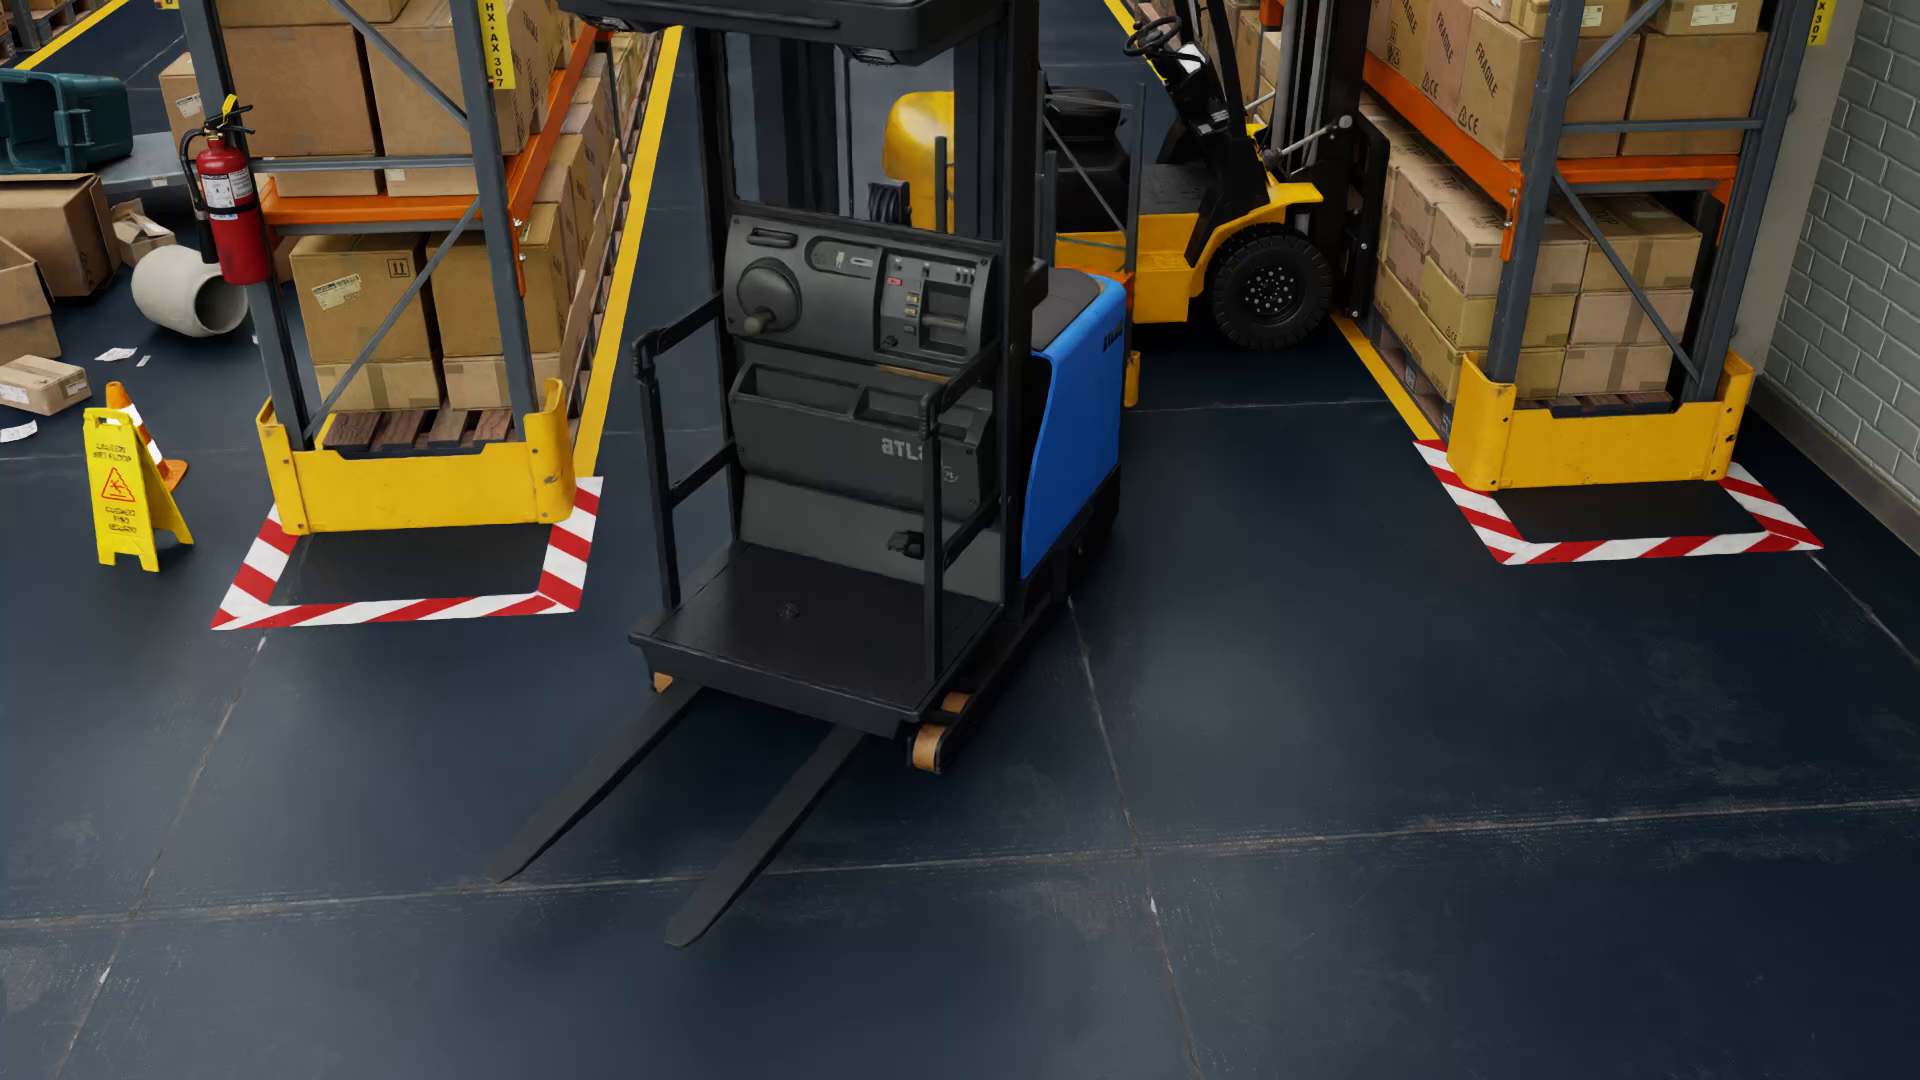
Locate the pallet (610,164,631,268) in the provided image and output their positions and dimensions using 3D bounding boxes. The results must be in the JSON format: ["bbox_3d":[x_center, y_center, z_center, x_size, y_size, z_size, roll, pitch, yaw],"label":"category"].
[{"bbox_3d":[-2.481,-1.886,9.701,1.003,0.211,1.213,-3,31,-5],"label":"pallet"}]

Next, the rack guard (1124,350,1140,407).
[{"bbox_3d":[0.559,-0.809,7.860,0.587,0.250,0.087,13,33,21],"label":"rack guard"}]

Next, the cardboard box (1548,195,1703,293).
[{"bbox_3d":[2.880,-1.305,7.307,0.500,0.250,0.500,-3,31,-5],"label":"cardboard box"}]

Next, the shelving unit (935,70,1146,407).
[{"bbox_3d":[0.353,-1.113,7.151,0.587,1.500,1.083,13,33,21],"label":"shelving unit"}]

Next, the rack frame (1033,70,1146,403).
[{"bbox_3d":[0.560,-1.346,7.541,0.500,1.500,0.032,13,33,21],"label":"rack frame"}]

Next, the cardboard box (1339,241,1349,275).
[{"bbox_3d":[2.233,-1.621,8.810,0.500,0.250,0.500,-2,31,-3],"label":"cardboard box"}]

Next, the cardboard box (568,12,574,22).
[{"bbox_3d":[-2.181,-2.853,8.213,0.500,0.500,0.500,-2,31,-3],"label":"cardboard box"}]

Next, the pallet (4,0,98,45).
[{"bbox_3d":[-7.943,-4.379,13.876,1.003,0.211,1.213,-3,31,-5],"label":"pallet"}]

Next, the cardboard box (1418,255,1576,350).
[{"bbox_3d":[2.380,-1.070,7.400,0.500,0.250,0.500,-3,31,-5],"label":"cardboard box"}]

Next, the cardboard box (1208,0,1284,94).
[{"bbox_3d":[2.238,-3.487,11.569,0.875,0.625,0.625,-3,31,-5],"label":"cardboard box"}]

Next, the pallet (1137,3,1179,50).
[{"bbox_3d":[2.027,-4.087,13.386,1.003,0.211,1.213,-3,31,-5],"label":"pallet"}]

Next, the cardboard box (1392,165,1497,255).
[{"bbox_3d":[2.330,-1.531,7.685,0.500,0.250,0.500,-2,31,-4],"label":"cardboard box"}]

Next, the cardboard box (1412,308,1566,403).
[{"bbox_3d":[2.378,-0.846,7.513,0.500,0.250,0.500,-3,31,-4],"label":"cardboard box"}]

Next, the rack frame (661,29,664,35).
[{"bbox_3d":[-2.952,-5.466,12.976,1.000,3.000,0.127,-3,31,-5],"label":"rack frame"}]

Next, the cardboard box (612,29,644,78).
[{"bbox_3d":[-2.767,-3.466,11.780,0.950,0.372,0.625,-2,31,-3],"label":"cardboard box"}]

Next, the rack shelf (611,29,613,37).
[{"bbox_3d":[-2.765,-4.136,11.451,1.077,0.370,4.000,-3,31,-5],"label":"rack shelf"}]

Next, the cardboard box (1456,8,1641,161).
[{"bbox_3d":[2.429,-1.903,6.914,0.500,0.500,0.500,-3,31,-6],"label":"cardboard box"}]

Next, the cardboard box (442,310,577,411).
[{"bbox_3d":[-2.005,-0.807,7.447,0.500,0.250,0.500,-3,31,-5],"label":"cardboard box"}]

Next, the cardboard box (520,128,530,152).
[{"bbox_3d":[-2.012,-1.725,6.958,0.380,0.149,0.250,-4,31,-6],"label":"cardboard box"}]

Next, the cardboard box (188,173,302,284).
[{"bbox_3d":[-3.833,-1.740,9.173,0.500,0.500,0.500,20,36,29],"label":"cardboard box"}]

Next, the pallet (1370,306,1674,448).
[{"bbox_3d":[2.624,-0.813,7.905,1.003,0.211,1.213,-3,31,-5],"label":"pallet"}]

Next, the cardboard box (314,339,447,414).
[{"bbox_3d":[-2.550,-0.794,7.426,0.500,0.250,0.500,-3,31,-5],"label":"cardboard box"}]

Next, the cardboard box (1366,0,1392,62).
[{"bbox_3d":[2.284,-2.686,8.225,0.500,0.500,0.500,-3,31,-4],"label":"cardboard box"}]

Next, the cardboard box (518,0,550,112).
[{"bbox_3d":[-2.024,-2.072,6.906,0.500,0.500,0.500,-2,31,-3],"label":"cardboard box"}]

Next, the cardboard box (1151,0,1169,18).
[{"bbox_3d":[2.034,-4.548,13.345,0.875,0.625,0.625,-2,31,-3],"label":"cardboard box"}]

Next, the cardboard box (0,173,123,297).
[{"bbox_3d":[-4.985,-1.621,8.841,0.797,0.637,0.503,-3,31,-5],"label":"cardboard box"}]

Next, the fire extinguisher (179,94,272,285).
[{"bbox_3d":[-2.653,-1.268,6.023,0.296,0.674,0.183,-3,31,-5],"label":"fire extinguisher"}]

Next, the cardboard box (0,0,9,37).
[{"bbox_3d":[-7.904,-4.077,12.435,1.050,0.750,0.750,-3,31,-5],"label":"cardboard box"}]

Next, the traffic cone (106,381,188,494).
[{"bbox_3d":[-3.529,-0.451,7.053,0.336,0.463,0.334,-3,31,-5],"label":"traffic cone"}]

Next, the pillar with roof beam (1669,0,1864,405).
[{"bbox_3d":[-0.717,-4.390,5.323,9.100,9.000,0.400,-3,31,-5],"label":"pillar with roof beam"}]

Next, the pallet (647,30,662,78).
[{"bbox_3d":[-2.881,-3.870,13.023,1.003,0.211,1.213,-3,31,-5],"label":"pallet"}]

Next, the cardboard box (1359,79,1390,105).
[{"bbox_3d":[2.192,-2.316,8.999,0.500,0.250,0.500,-2,31,-3],"label":"cardboard box"}]

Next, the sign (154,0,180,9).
[{"bbox_3d":[-2.759,-1.998,5.733,0.100,0.325,0.005,-3,31,-5],"label":"sign"}]

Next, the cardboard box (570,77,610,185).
[{"bbox_3d":[-2.207,-2.197,9.044,0.500,0.500,0.500,-2,31,-4],"label":"cardboard box"}]

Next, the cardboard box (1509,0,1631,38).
[{"bbox_3d":[2.426,-2.107,6.622,0.380,0.149,0.250,-2,31,-4],"label":"cardboard box"}]

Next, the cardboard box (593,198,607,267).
[{"bbox_3d":[-2.153,-1.604,8.782,0.500,0.250,0.500,-2,31,-4],"label":"cardboard box"}]

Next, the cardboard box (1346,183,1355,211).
[{"bbox_3d":[2.232,-1.844,8.697,0.500,0.250,0.500,-3,31,-5],"label":"cardboard box"}]

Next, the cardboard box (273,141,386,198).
[{"bbox_3d":[-2.453,-1.455,6.505,0.380,0.149,0.250,-2,31,-3],"label":"cardboard box"}]

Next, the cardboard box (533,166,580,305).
[{"bbox_3d":[-2.061,-1.408,7.722,0.500,0.500,0.500,-4,31,-6],"label":"cardboard box"}]

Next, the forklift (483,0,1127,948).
[{"bbox_3d":[-0.424,-0.746,5.141,1.130,2.935,3.031,13,33,21],"label":"forklift"}]

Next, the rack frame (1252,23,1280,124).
[{"bbox_3d":[2.363,-3.664,9.959,1.000,3.000,0.127,-3,31,-5],"label":"rack frame"}]

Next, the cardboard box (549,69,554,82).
[{"bbox_3d":[-2.127,-2.255,7.846,0.380,0.149,0.250,-4,31,-6],"label":"cardboard box"}]

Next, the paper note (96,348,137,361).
[{"bbox_3d":[-4.205,-0.930,8.289,0.148,0.019,0.142,8,32,13],"label":"paper note"}]

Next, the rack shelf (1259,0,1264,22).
[{"bbox_3d":[2.176,-4.376,11.853,1.077,0.370,4.000,-3,31,-5],"label":"rack shelf"}]
